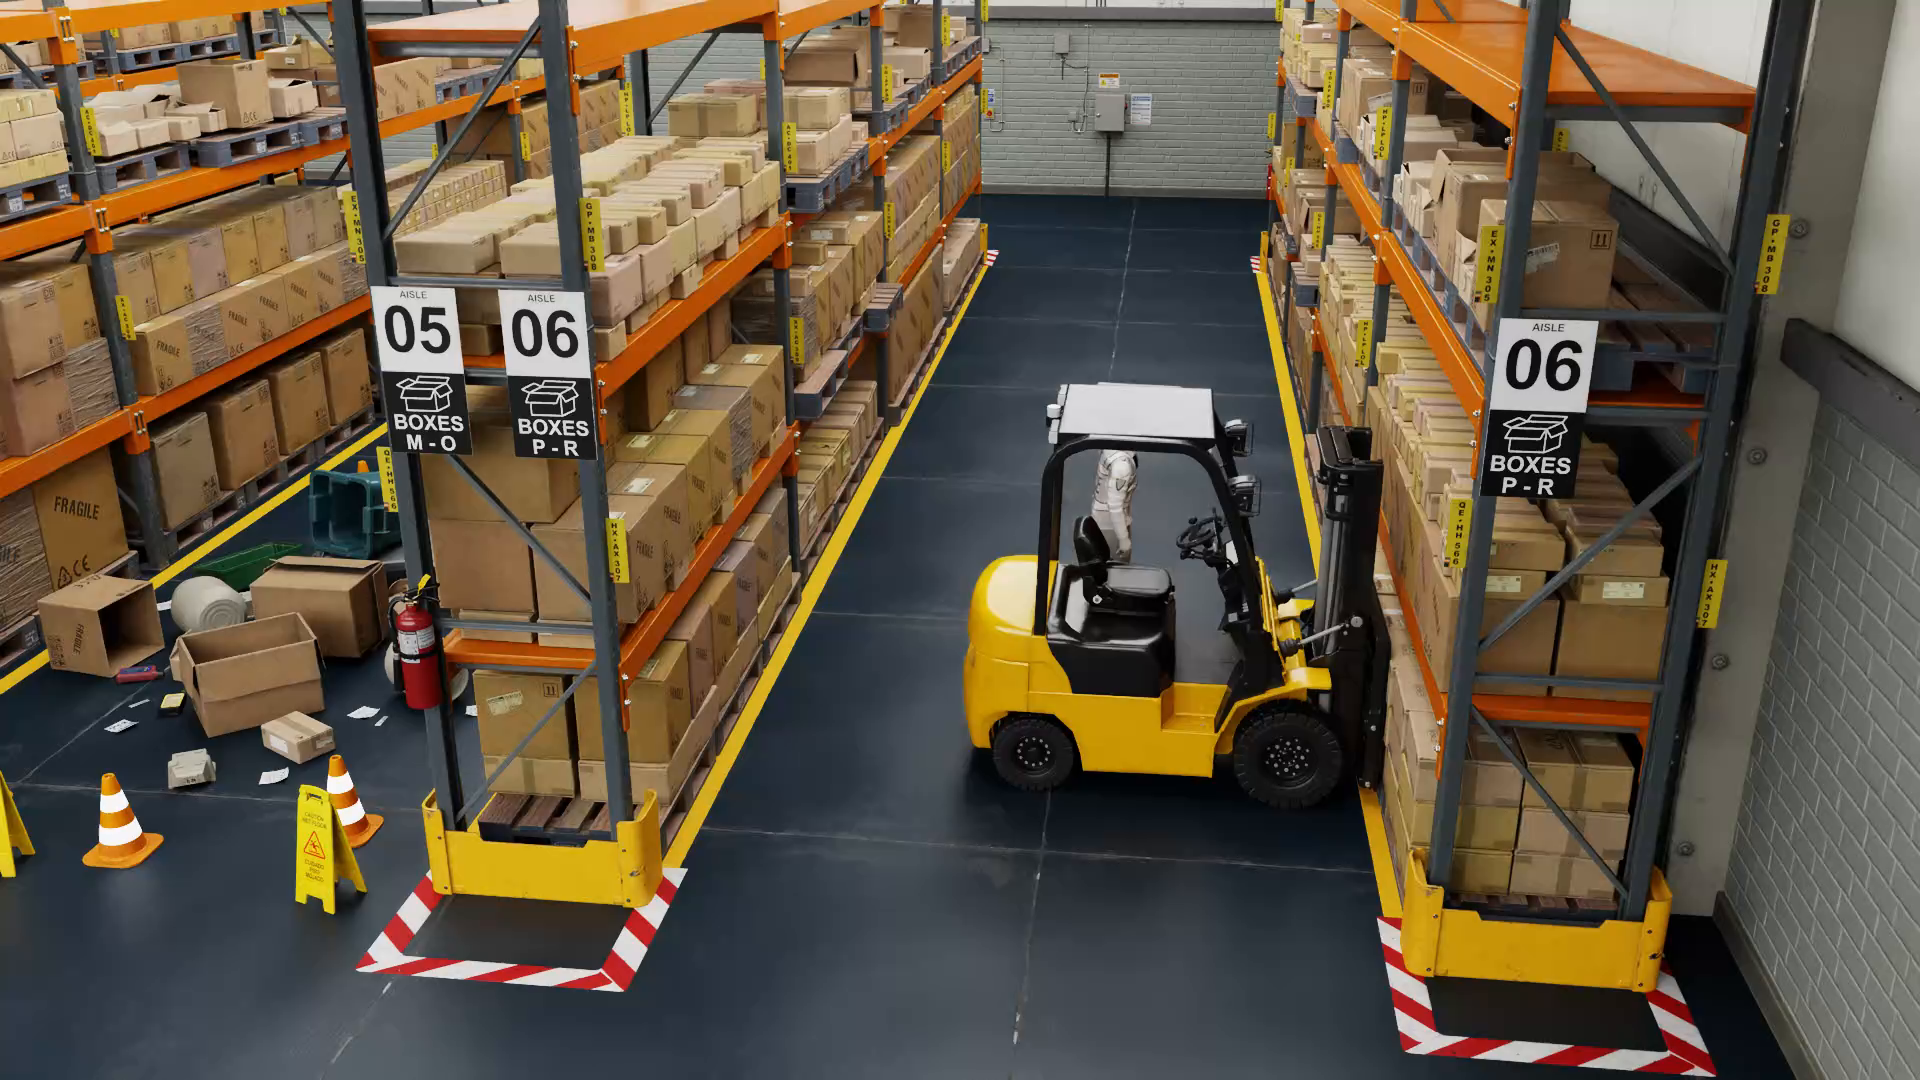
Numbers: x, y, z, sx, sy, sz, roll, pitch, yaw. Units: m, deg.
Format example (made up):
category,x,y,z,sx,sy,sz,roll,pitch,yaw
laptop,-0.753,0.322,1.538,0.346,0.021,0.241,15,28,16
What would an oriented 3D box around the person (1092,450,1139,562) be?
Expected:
category,x,y,z,sx,sy,sz,roll,pitch,yaw
person,1.074,-0.082,11.289,0.374,1.664,0.540,2,21,5
